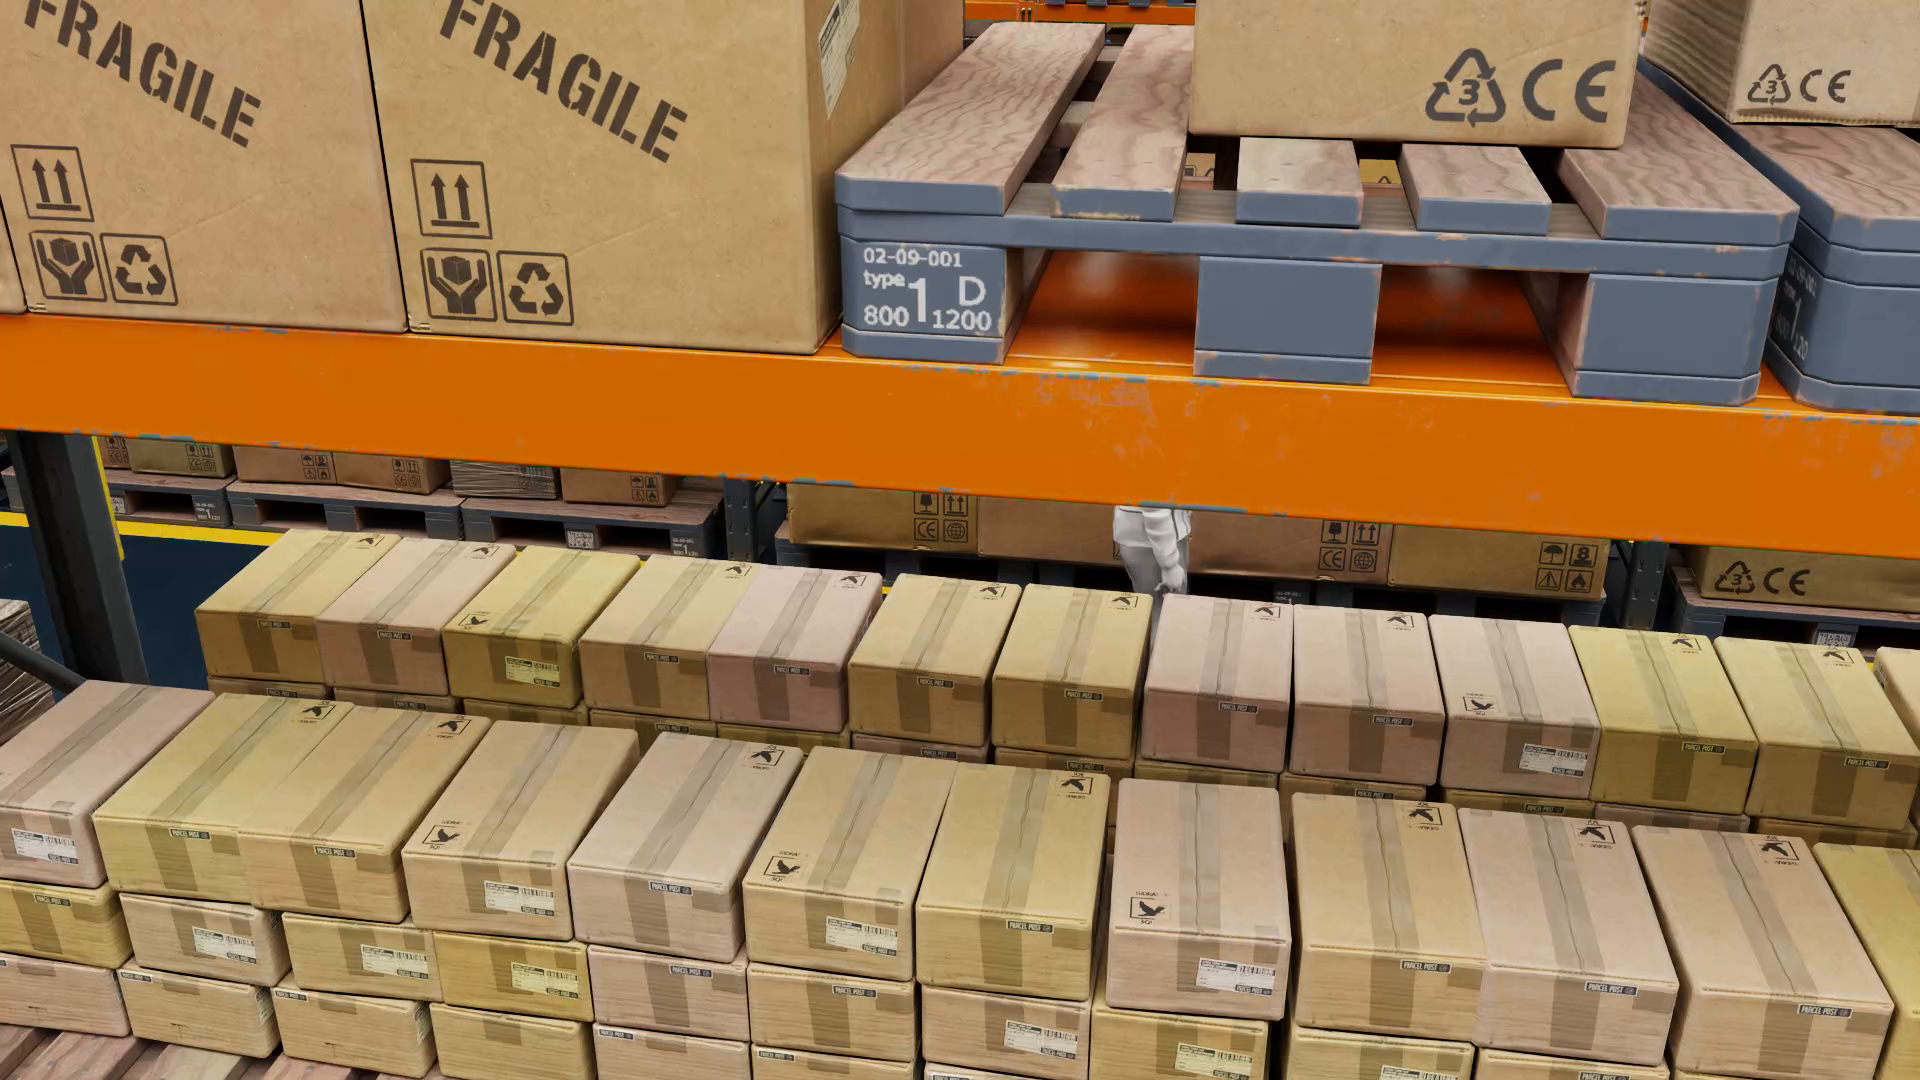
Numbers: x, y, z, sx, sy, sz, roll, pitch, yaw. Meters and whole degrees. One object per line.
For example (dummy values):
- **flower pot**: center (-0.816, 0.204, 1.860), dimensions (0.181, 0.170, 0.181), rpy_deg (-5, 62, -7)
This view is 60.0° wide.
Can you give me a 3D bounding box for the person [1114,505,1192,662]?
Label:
- **person**: center (0.747, 0.003, 6.096), dimensions (0.371, 1.664, 0.528), rpy_deg (4, 25, 8)
